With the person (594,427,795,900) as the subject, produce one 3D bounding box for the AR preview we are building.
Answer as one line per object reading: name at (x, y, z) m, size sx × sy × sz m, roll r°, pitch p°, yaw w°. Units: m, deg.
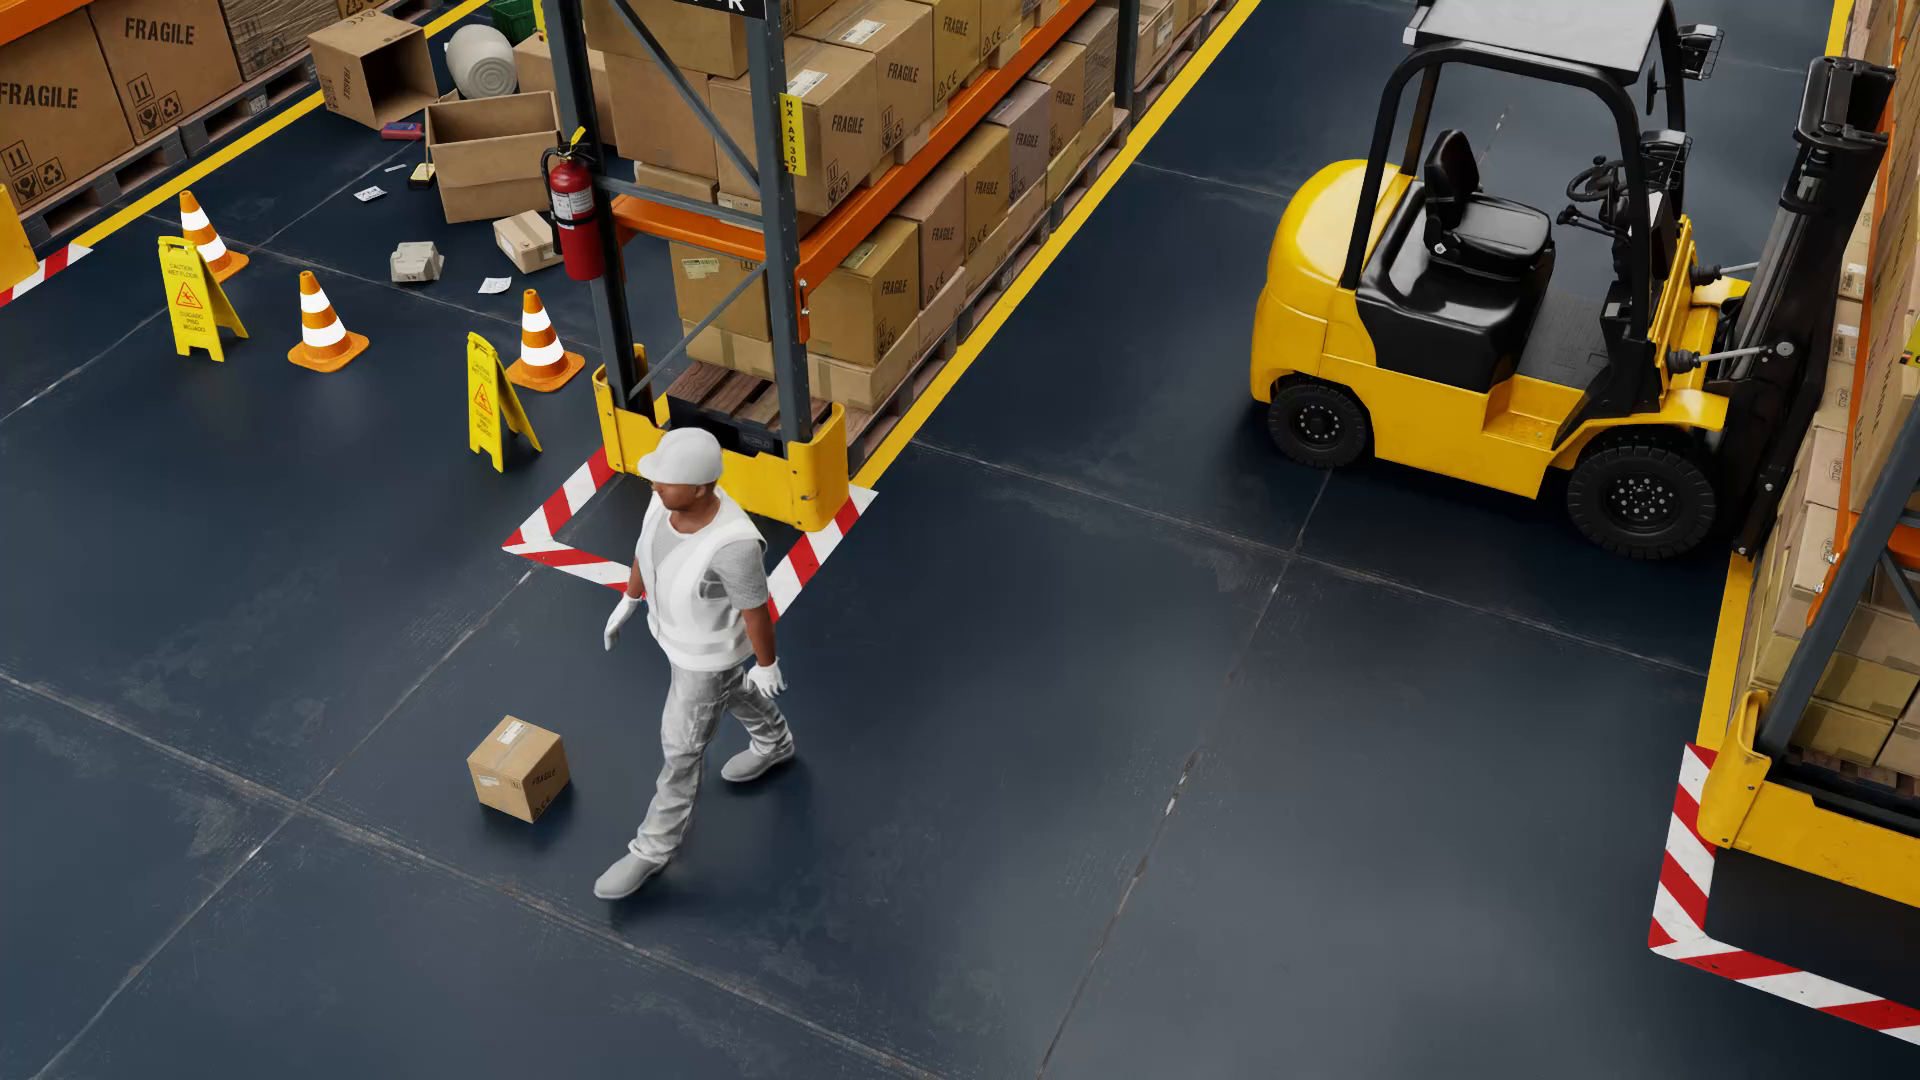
person at (-1.017, 0.370, 5.709) m, size 0.946 × 1.736 × 0.573 m, roll -23°, pitch 46°, yaw -24°
